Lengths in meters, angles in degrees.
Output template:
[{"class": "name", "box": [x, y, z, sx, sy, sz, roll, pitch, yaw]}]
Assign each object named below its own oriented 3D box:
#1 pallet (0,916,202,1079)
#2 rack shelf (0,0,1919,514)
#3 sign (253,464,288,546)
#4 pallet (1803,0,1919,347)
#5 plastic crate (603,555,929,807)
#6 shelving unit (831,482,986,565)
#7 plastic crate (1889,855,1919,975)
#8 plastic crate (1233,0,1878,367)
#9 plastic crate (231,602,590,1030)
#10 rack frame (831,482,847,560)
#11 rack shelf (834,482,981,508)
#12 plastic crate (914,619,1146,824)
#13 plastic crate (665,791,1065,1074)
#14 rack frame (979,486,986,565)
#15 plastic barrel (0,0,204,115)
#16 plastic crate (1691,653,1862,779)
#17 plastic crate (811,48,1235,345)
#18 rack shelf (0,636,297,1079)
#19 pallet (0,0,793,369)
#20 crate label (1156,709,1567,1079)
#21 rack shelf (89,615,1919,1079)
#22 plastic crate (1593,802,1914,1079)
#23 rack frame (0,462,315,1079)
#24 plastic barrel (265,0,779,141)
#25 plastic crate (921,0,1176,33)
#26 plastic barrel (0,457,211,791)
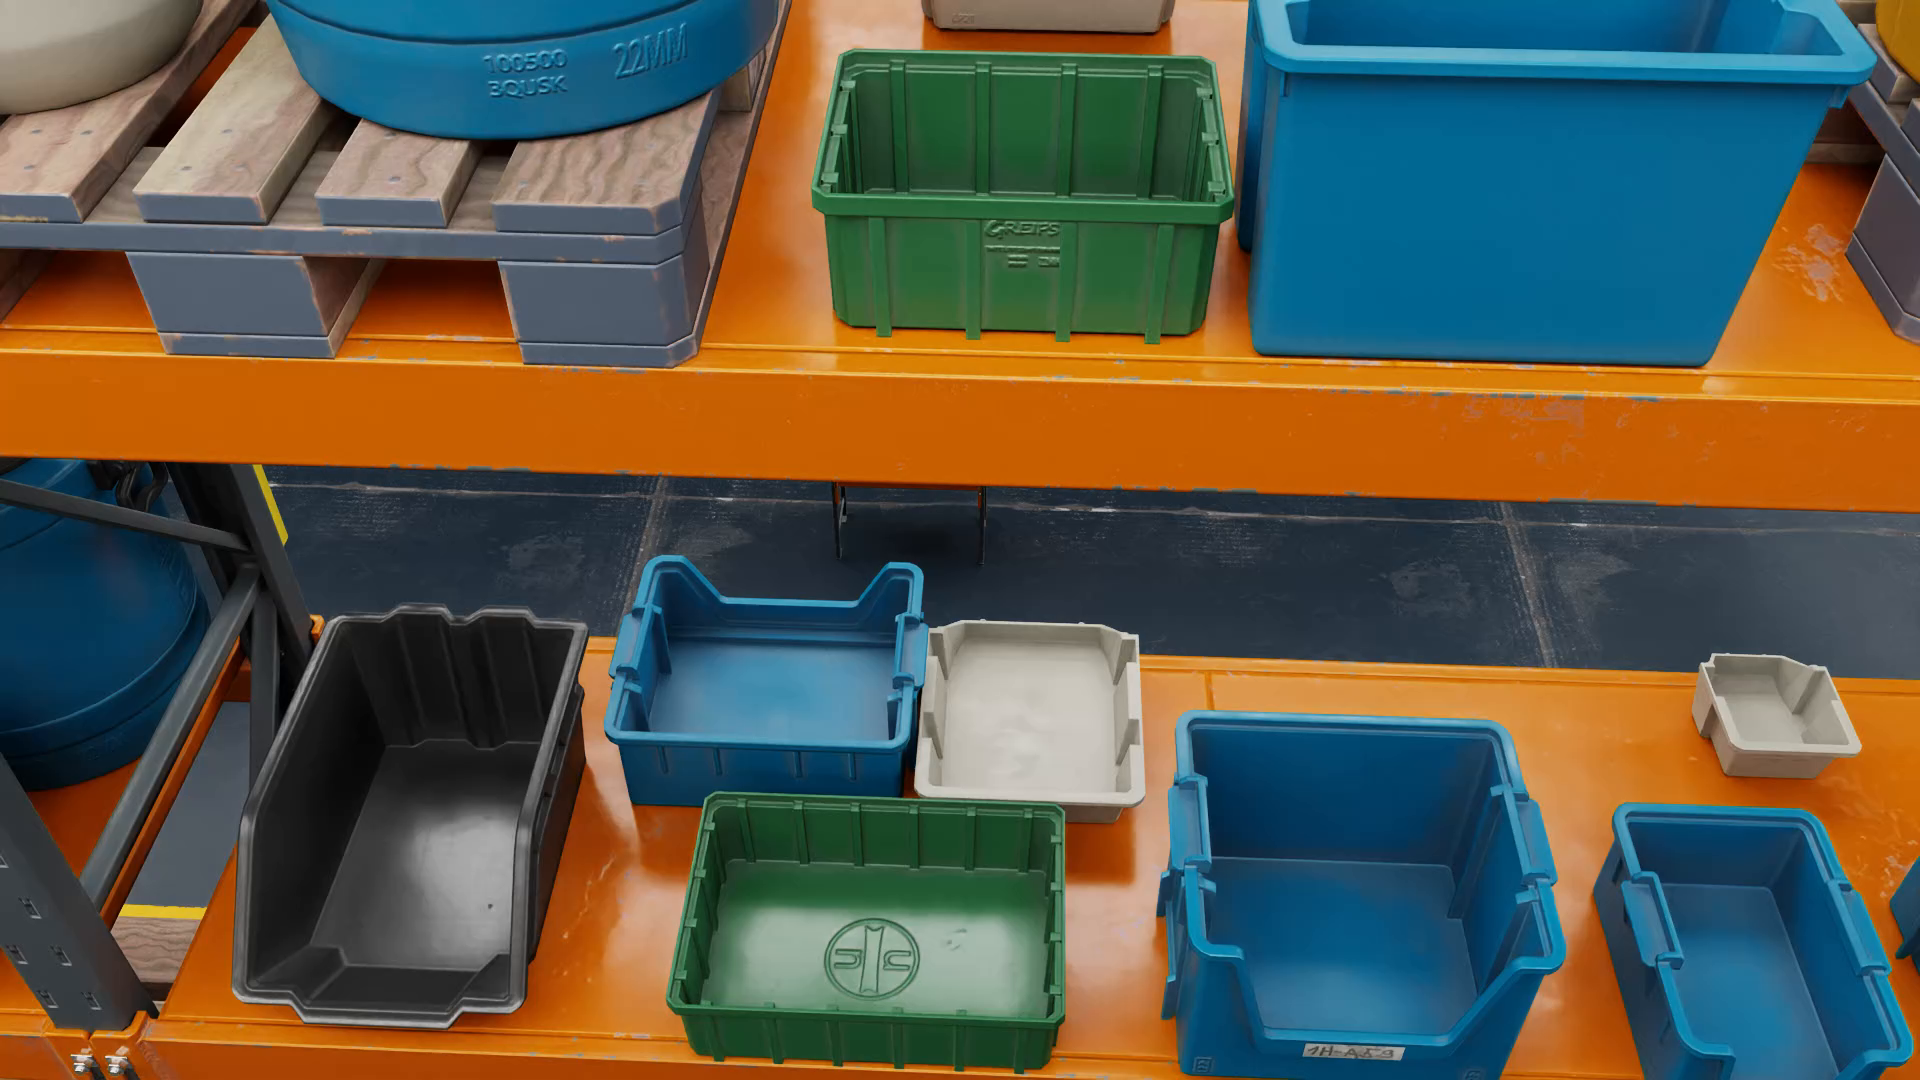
[{"class": "pallet", "box": [-2.278, 1.406, 4.086, 1.213, 0.211, 1.003, 2, 43, 2]}, {"class": "rack shelf", "box": [0.507, -0.389, 2.295, 4.000, 0.370, 1.077, 2, 43, 2]}, {"class": "sign", "box": [-1.456, -0.092, 3.445, 0.005, 0.325, 0.100, 2, 43, 2]}, {"class": "pallet", "box": [1.682, -0.614, 2.147, 1.213, 0.211, 1.003, 2, 43, 2]}, {"class": "plastic crate", "box": [-0.374, 0.287, 3.350, 0.616, 0.251, 0.499, 2, 43, 2]}, {"class": "shelving unit", "box": [-0.165, -0.444, 5.346, 0.503, 1.200, 0.258, 2, 43, 2]}, {"class": "plastic crate", "box": [1.991, 0.749, 2.854, 0.616, 0.251, 0.499, 2, 43, 2]}, {"class": "plastic crate", "box": [0.586, -0.439, 1.832, 0.575, 0.384, 0.392, 2, 43, 2]}, {"class": "plastic crate", "box": [-0.974, 0.509, 3.049, 0.504, 0.338, 0.767, 2, 43, 2]}, {"class": "rack frame", "box": [-0.409, -0.452, 5.355, 0.015, 1.200, 0.240, 2, 43, 2]}, {"class": "rack shelf", "box": [-0.165, -0.250, 5.528, 0.480, 0.148, 0.258, 2, 43, 2]}, {"class": "plastic crate", "box": [0.142, 0.357, 3.359, 0.437, 0.136, 0.530, 2, 43, 2]}, {"class": "plastic crate", "box": [-0.148, 0.695, 2.959, 0.662, 0.188, 0.450, 2, 43, 2]}, {"class": "rack frame", "box": [0.078, -0.437, 5.338, 0.015, 1.200, 0.240, 2, 43, 2]}, {"class": "plastic barrel", "box": [-1.070, -0.762, 1.776, 0.421, 0.512, 0.421, 0, 43, 0]}, {"class": "plastic crate", "box": [1.625, 0.356, 3.360, 0.250, 0.136, 0.298, 2, 43, 2]}, {"class": "plastic crate", "box": [0.073, -0.403, 1.936, 0.450, 0.188, 0.336, 2, 43, 2]}, {"class": "rack shelf", "box": [-3.489, 0.585, 3.449, 4.000, 0.370, 1.077, 2, 43, 2]}, {"class": "pallet", "box": [-0.766, -0.689, 2.227, 1.003, 0.211, 1.213, 2, 43, 2]}, {"class": "crate label", "box": [0.654, 0.621, 2.857, 0.616, 0.435, 0.502, 2, 43, 2]}, {"class": "rack shelf", "box": [0.507, 0.708, 3.317, 4.000, 0.370, 1.077, 2, 43, 2]}, {"class": "plastic crate", "box": [1.343, 0.725, 2.880, 0.408, 0.251, 0.499, 2, 43, 2]}, {"class": "rack frame", "box": [-1.491, 0.384, 3.138, 0.127, 3.000, 1.000, 2, 43, 2]}, {"class": "plastic barrel", "box": [-0.502, -0.948, 1.690, 0.708, 0.901, 0.600, 2, 43, 2]}, {"class": "plastic crate", "box": [0.130, -0.844, 2.448, 0.396, 0.136, 0.243, 2, 43, 2]}, {"class": "plastic barrel", "box": [-1.864, -0.018, 3.201, 0.708, 0.901, 0.600, 2, 43, 2]}]
